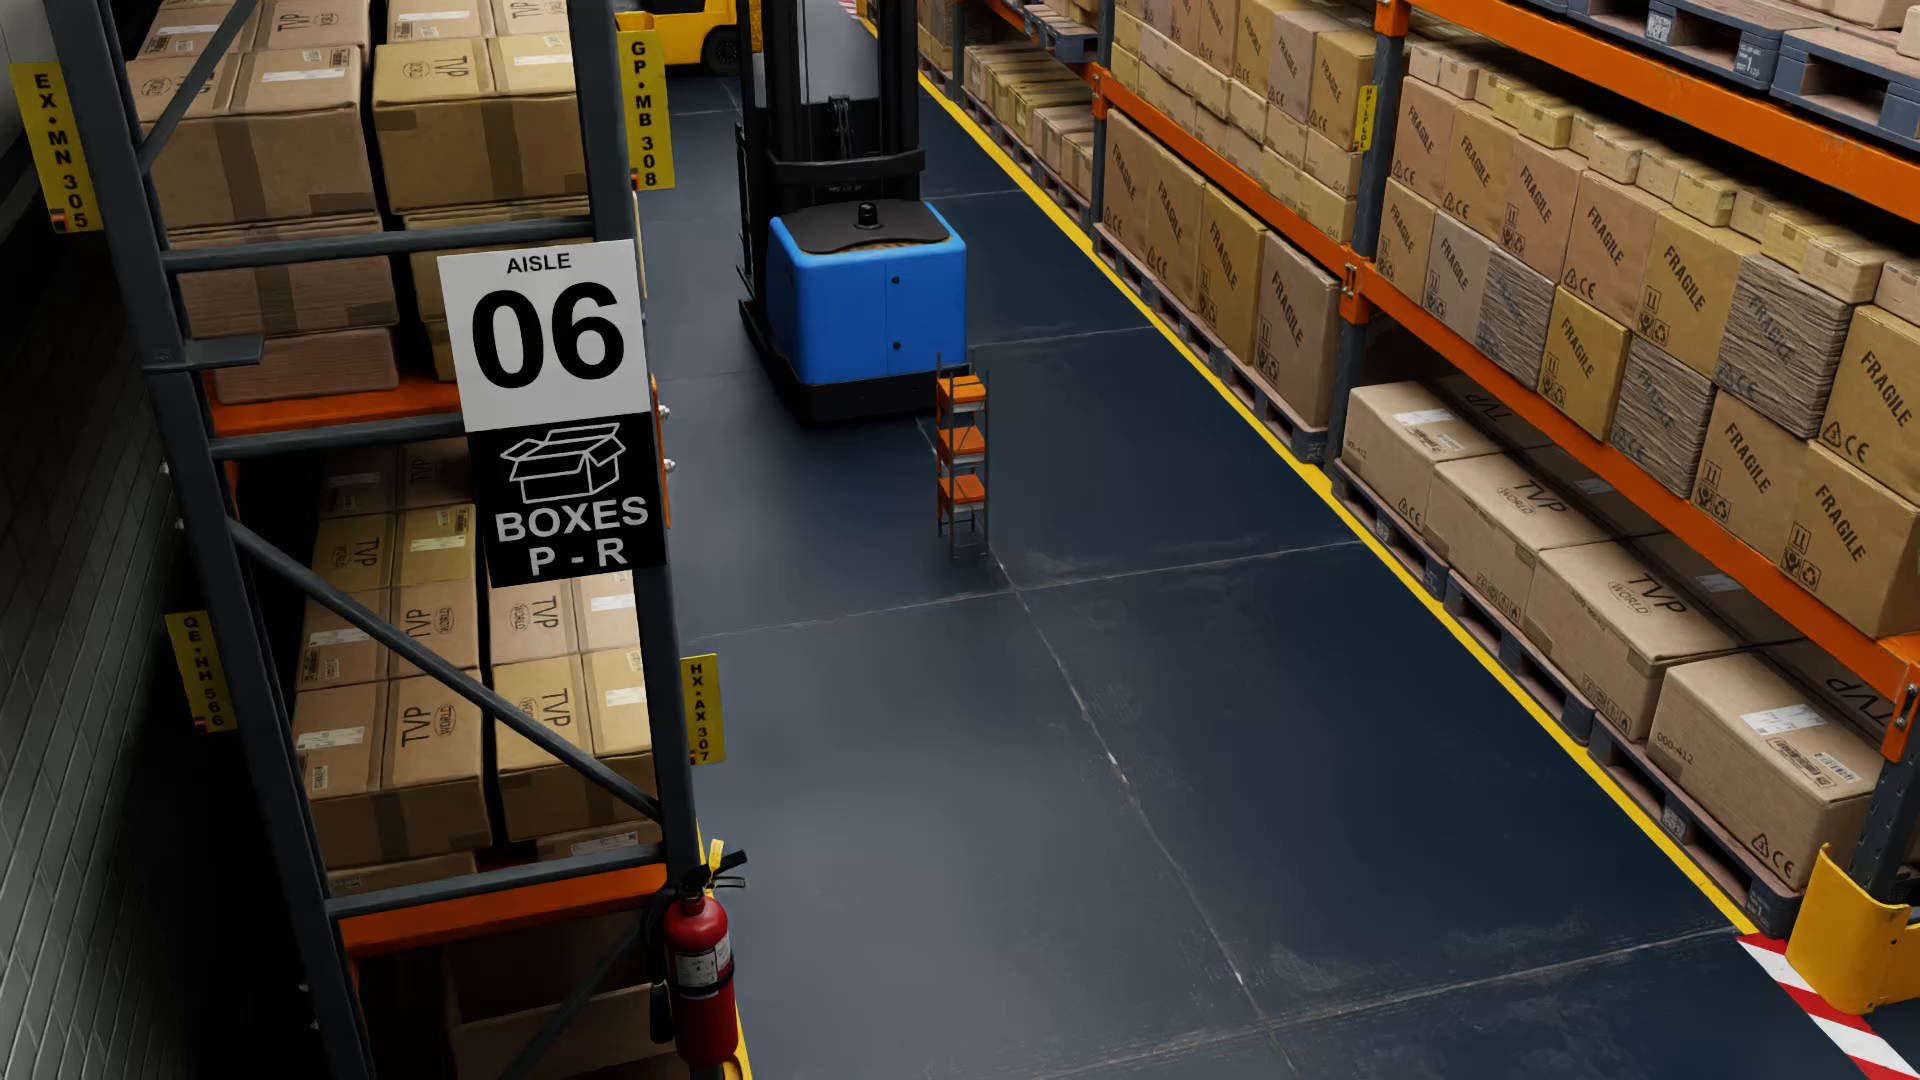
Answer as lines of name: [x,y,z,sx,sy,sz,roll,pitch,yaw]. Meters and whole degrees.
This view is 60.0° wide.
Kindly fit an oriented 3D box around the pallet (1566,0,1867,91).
pallet: [3.080,-1.995,6.297,1.003,0.211,1.213,-8,31,-13]

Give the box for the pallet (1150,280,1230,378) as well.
pallet: [1.948,-1.466,11.072,1.003,0.211,1.213,-8,31,-13]

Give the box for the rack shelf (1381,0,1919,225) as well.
rack shelf: [3.084,-1.741,6.487,1.077,0.370,4.000,-8,31,-13]

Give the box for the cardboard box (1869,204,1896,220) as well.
cardboard box: [3.483,-1.256,6.180,0.380,0.149,0.250,-8,31,-13]

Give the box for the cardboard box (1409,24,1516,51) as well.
cardboard box: [2.714,-2.447,8.885,0.500,0.500,0.500,-7,31,-13]

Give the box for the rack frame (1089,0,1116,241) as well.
rack frame: [1.491,-3.652,12.065,1.000,3.000,0.127,-8,31,-13]

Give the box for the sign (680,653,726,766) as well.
sign: [-0.647,0.427,4.154,0.100,0.325,0.005,-8,31,-13]

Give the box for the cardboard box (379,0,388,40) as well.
cardboard box: [-1.948,-1.626,4.925,0.500,0.250,0.500,-8,31,-13]

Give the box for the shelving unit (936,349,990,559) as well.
shelving unit: [0.014,-0.429,8.442,0.215,1.050,0.252,-8,31,-13]

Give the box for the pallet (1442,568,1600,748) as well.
pallet: [3.007,0.455,7.754,1.003,0.211,1.213,-8,31,-13]

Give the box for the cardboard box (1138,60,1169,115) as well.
cardboard box: [1.532,-3.072,11.212,0.500,0.250,0.500,-9,31,-15]

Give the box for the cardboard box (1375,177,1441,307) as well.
cardboard box: [2.425,-1.502,8.251,0.500,0.500,0.500,-7,31,-12]

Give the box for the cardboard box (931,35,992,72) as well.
cardboard box: [0.014,-4.825,16.418,0.500,0.250,0.500,-6,31,-11]

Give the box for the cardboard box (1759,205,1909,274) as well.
cardboard box: [3.059,-1.052,5.827,0.380,0.149,0.250,-7,31,-12]

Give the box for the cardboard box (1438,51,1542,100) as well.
cardboard box: [2.470,-2.168,7.756,0.380,0.149,0.250,-7,31,-13]

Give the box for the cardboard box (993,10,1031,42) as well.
cardboard box: [0.534,-5.221,16.353,0.500,0.500,0.500,-6,31,-11]

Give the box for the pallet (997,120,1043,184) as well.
pallet: [0.965,-3.411,14.432,1.003,0.211,1.213,-8,31,-13]

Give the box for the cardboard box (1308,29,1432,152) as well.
cardboard box: [2.193,-2.379,8.767,0.500,0.500,0.500,-7,31,-12]

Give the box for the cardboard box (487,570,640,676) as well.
cardboard box: [-1.164,0.311,5.071,0.500,0.250,0.500,-8,31,-13]

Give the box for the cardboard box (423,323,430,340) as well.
cardboard box: [-1.125,-0.624,4.090,0.380,0.149,0.250,-7,31,-12]

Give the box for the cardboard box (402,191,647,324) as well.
cardboard box: [-1.024,-0.739,3.891,0.500,0.250,0.500,-8,31,-14]

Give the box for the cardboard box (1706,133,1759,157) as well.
cardboard box: [3.300,-1.628,6.823,0.380,0.149,0.250,-8,31,-13]

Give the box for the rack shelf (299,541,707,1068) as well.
rack shelf: [-1.701,0.219,6.095,1.077,0.370,4.000,-8,31,-13]

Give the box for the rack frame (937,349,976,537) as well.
rack frame: [-0.018,-0.487,8.544,0.200,1.050,0.008,-8,31,-13]

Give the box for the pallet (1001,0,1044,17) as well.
pallet: [0.927,-4.520,13.756,1.003,0.211,1.213,-8,31,-13]

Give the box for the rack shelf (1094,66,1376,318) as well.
rack shelf: [2.022,-2.375,10.577,1.077,0.370,4.000,-8,31,-13]

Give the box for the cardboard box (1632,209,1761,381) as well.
cardboard box: [2.962,-0.953,6.305,0.500,0.500,0.500,-8,31,-14]

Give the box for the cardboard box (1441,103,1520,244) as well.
cardboard box: [2.574,-1.689,7.576,0.500,0.500,0.500,-8,31,-14]

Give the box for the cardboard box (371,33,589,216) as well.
cardboard box: [-1.045,-0.953,3.761,0.500,0.250,0.500,-8,31,-14]

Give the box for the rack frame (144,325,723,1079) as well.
rack frame: [-1.170,0.874,4.246,1.000,3.000,0.127,-8,31,-13]

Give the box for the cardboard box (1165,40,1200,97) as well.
cardboard box: [1.644,-3.034,10.648,0.500,0.250,0.500,-8,31,-13]

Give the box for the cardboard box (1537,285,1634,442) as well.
cardboard box: [2.817,-0.768,6.984,0.500,0.500,0.500,-7,31,-12]

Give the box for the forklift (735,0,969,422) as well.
forklift: [-0.863,-2.688,10.468,1.130,2.935,3.031,-9,31,-15]

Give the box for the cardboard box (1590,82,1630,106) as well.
cardboard box: [3.048,-1.987,7.443,0.380,0.149,0.250,-8,31,-14]

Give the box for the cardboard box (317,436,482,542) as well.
cardboard box: [-1.949,-0.119,5.813,0.500,0.250,0.500,-8,31,-13]

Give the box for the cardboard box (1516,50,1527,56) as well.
cardboard box: [2.942,-2.370,8.106,0.380,0.149,0.250,-8,31,-14]

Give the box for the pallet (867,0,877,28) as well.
pallet: [-0.430,-5.875,18.690,1.003,0.211,1.213,-8,31,-13]

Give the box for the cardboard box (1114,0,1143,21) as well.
cardboard box: [1.387,-3.857,11.322,0.500,0.500,0.500,-9,31,-15]

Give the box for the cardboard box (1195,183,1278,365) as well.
cardboard box: [2.064,-1.706,10.405,0.875,0.875,0.875,-7,31,-12]

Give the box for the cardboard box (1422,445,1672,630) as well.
cardboard box: [2.855,-0.043,7.969,0.875,0.438,0.875,-9,31,-15]

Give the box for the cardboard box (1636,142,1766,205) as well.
cardboard box: [2.883,-1.430,6.481,0.380,0.149,0.250,-7,31,-12]

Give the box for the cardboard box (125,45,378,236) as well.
cardboard box: [-1.557,-0.882,3.640,0.500,0.250,0.500,-9,31,-15]

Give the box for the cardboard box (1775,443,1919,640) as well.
cardboard box: [3.232,-0.029,5.706,0.500,0.500,0.500,-8,31,-13]

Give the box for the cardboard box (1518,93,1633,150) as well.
cardboard box: [2.628,-1.790,7.103,0.380,0.149,0.250,-9,31,-15]

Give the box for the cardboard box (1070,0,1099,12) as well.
cardboard box: [1.103,-4.188,12.176,0.500,0.500,0.500,-9,31,-15]

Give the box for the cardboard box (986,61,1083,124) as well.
cardboard box: [0.766,-4.029,14.920,0.950,0.372,0.625,-6,31,-10]

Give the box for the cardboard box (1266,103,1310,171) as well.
cardboard box: [2.062,-2.293,9.367,0.500,0.250,0.500,-7,31,-12]

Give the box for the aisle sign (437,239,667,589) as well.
aisle sign: [-0.869,-0.258,3.606,0.394,0.787,0.004,-8,31,-13]

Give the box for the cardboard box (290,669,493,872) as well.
cardboard box: [-1.548,0.623,4.532,0.500,0.250,0.500,-7,31,-12]

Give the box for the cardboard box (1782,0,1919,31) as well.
cardboard box: [3.266,-2.002,5.791,0.500,0.311,0.500,-7,31,-12]

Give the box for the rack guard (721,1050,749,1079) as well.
rack guard: [-1.190,1.919,4.936,1.175,0.500,0.348,-8,31,-13]

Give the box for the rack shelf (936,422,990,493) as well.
rack shelf: [0.014,-0.419,8.448,0.215,0.259,0.240,-8,31,-13]

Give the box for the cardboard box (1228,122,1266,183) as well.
cardboard box: [1.941,-2.331,9.932,0.500,0.250,0.500,-9,31,-15]

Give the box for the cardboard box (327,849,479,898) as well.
cardboard box: [-1.517,0.858,4.524,0.380,0.149,0.250,-8,31,-14]

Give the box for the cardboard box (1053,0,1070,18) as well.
cardboard box: [0.927,-4.088,12.649,0.380,0.149,0.250,-8,31,-14]

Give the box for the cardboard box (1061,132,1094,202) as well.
cardboard box: [1.351,-2.971,13.092,0.950,0.372,0.625,-10,32,-17]

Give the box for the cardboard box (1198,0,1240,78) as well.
cardboard box: [1.781,-3.123,10.053,0.500,0.500,0.500,-7,31,-12]
